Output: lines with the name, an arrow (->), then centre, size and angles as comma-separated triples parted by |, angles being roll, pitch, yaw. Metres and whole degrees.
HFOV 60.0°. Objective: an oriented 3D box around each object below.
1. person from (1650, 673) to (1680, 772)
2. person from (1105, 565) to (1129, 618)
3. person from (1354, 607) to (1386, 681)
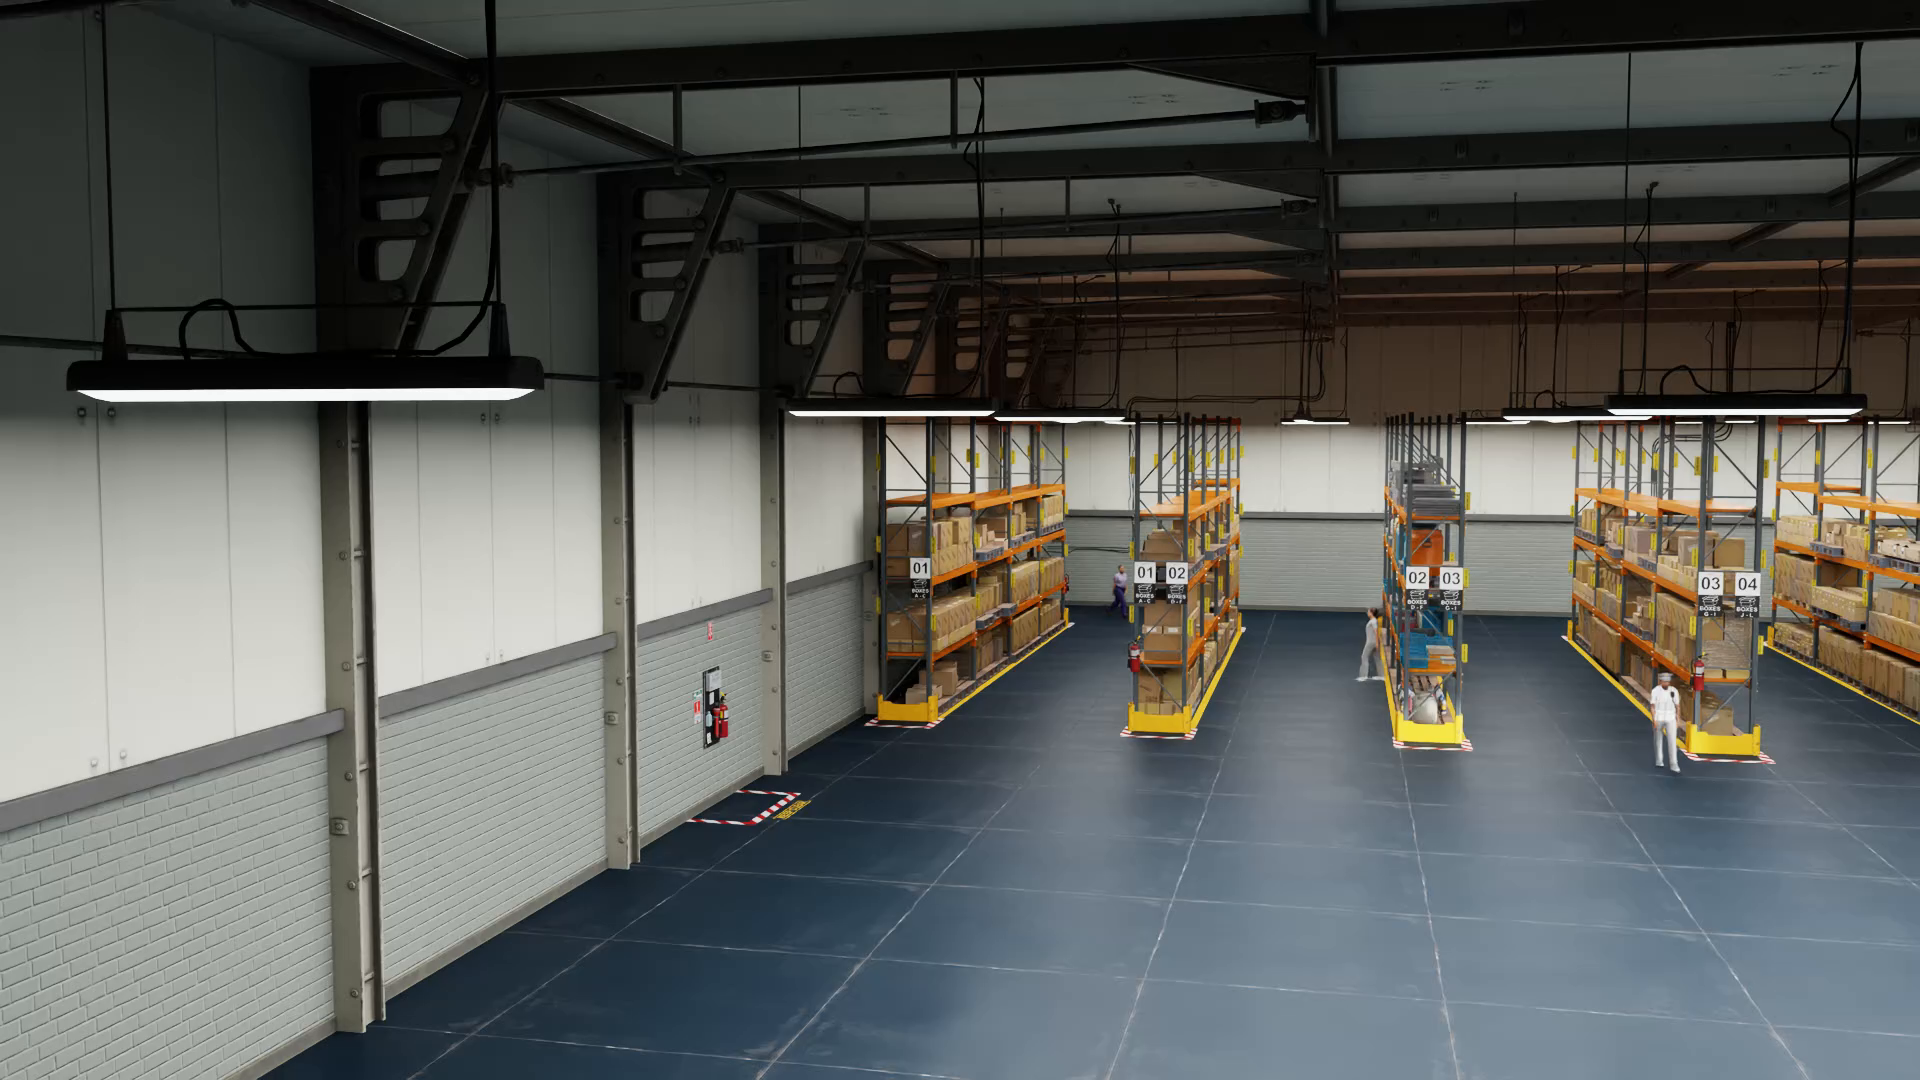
person -> 11.748, 3.012, 27.704 | 0.466, 1.625, 0.986 | 1, 4, 21
person -> 4.785, 1.540, 50.133 | 1.028, 1.578, 0.480 | 3, 5, 37
person -> 9.313, 2.357, 37.524 | 0.664, 1.686, 0.505 | 3, 5, 36
